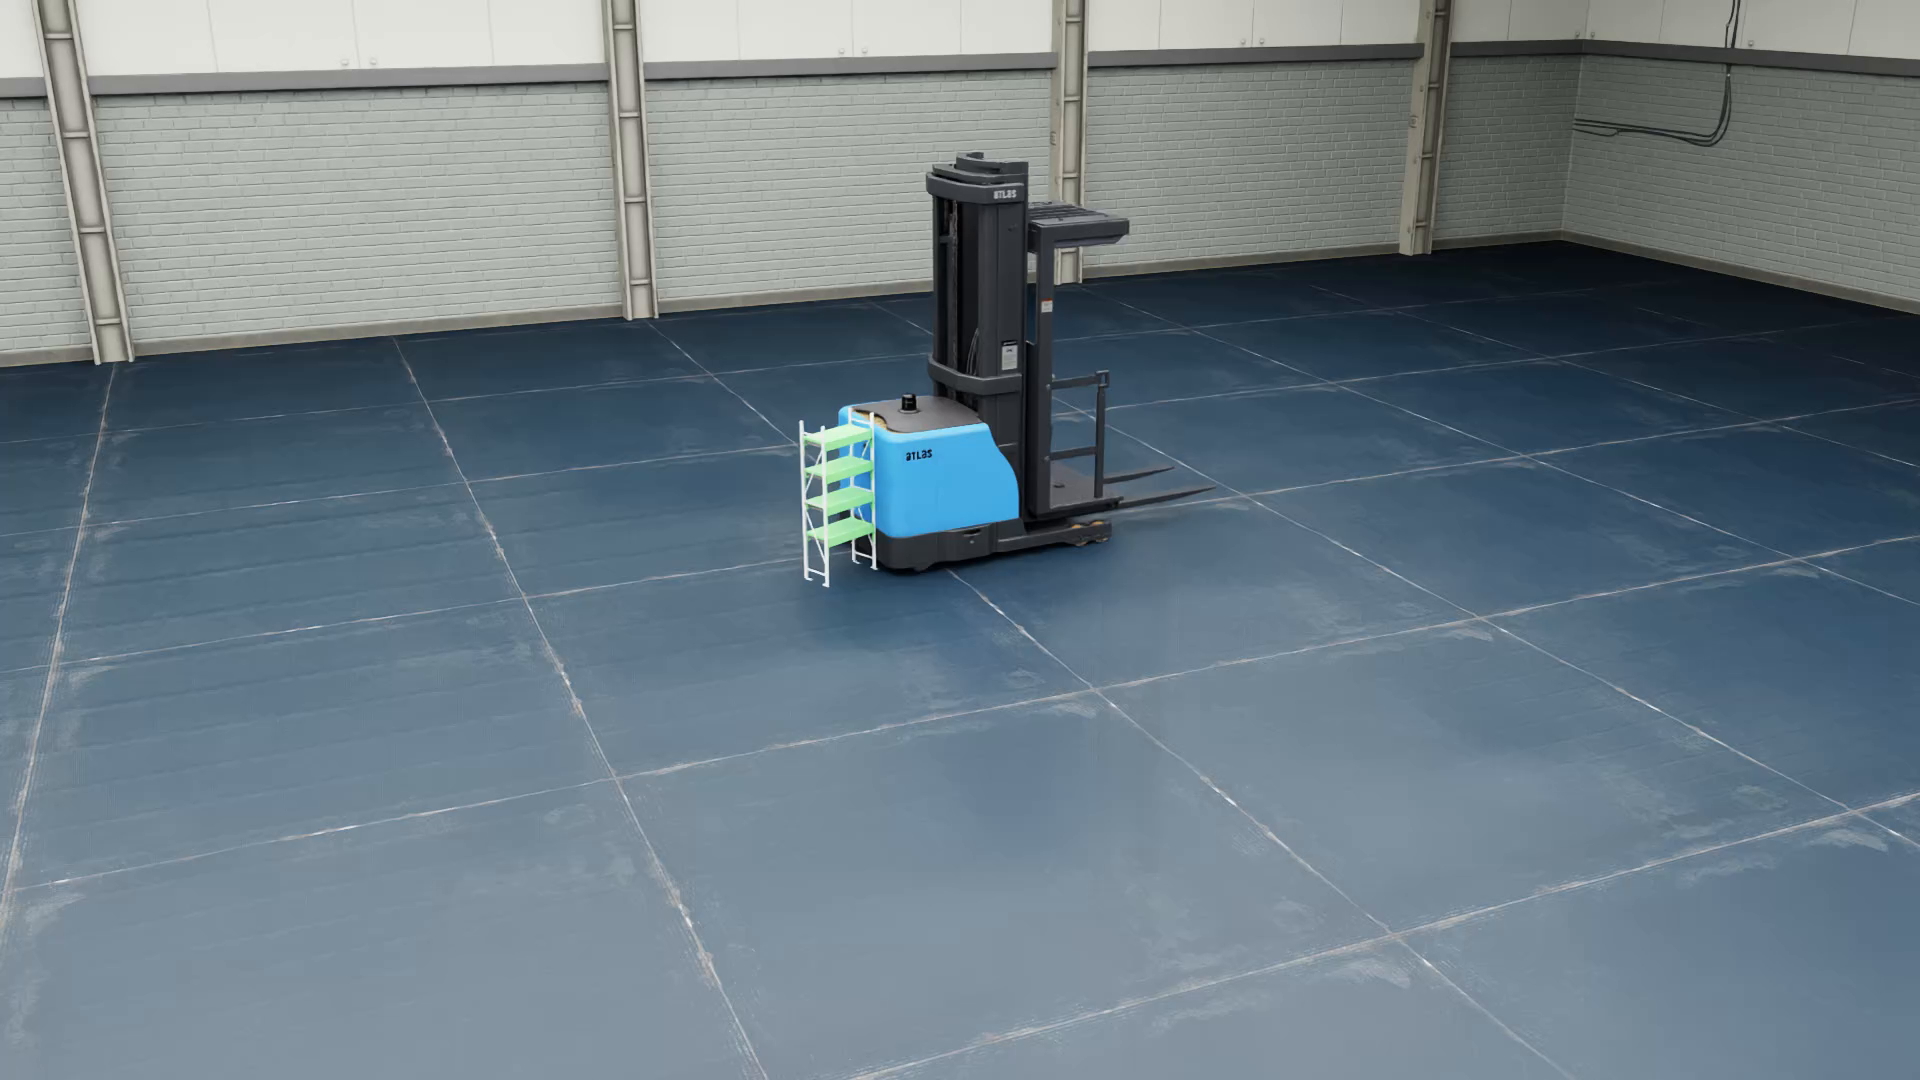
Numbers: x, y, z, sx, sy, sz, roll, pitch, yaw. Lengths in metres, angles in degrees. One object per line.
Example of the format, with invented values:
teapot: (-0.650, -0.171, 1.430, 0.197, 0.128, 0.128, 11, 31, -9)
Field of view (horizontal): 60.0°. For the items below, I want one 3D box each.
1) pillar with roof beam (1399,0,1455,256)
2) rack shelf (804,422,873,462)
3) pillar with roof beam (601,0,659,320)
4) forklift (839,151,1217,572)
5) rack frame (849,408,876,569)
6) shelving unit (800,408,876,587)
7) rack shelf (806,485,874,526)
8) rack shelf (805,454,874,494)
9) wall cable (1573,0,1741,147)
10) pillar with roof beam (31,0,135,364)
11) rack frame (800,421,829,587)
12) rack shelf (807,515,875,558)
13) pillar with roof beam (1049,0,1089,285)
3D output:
pillar with roof beam: (8.682, -7.334, 20.303, 0.400, 9.000, 9.100, -8, 21, -22)
rack shelf: (-0.883, -0.707, 11.971, 0.258, 0.148, 0.480, 17, 25, 39)
pillar with roof beam: (-2.337, -5.756, 15.819, 0.400, 9.000, 9.100, -8, 21, -22)
forklift: (0.609, -1.477, 12.803, 3.031, 2.935, 1.130, -10, 22, -26)
rack frame: (-0.720, -0.375, 12.281, 0.240, 1.200, 0.015, 17, 25, 39)
shelving unit: (-0.883, -0.315, 12.110, 0.258, 1.200, 0.503, 17, 25, 39)
rack shelf: (-0.883, -0.255, 12.131, 0.258, 0.148, 0.480, 17, 25, 39)
rack shelf: (-0.883, -0.481, 12.051, 0.258, 0.148, 0.480, 17, 25, 39)
wall cable: (10.205, -7.167, 24.502, 0.112, 2.526, 3.097, -8, 21, -22)
pillar with roof beam: (-7.846, -4.966, 13.578, 0.400, 9.000, 9.100, -8, 21, -22)
rack frame: (-1.045, -0.254, 11.938, 0.240, 1.200, 0.015, 17, 25, 39)
rack shelf: (-0.883, -0.028, 12.210, 0.258, 0.148, 0.480, 17, 25, 39)
pillar with roof beam: (3.172, -6.545, 18.061, 0.400, 9.000, 9.100, -8, 21, -22)
